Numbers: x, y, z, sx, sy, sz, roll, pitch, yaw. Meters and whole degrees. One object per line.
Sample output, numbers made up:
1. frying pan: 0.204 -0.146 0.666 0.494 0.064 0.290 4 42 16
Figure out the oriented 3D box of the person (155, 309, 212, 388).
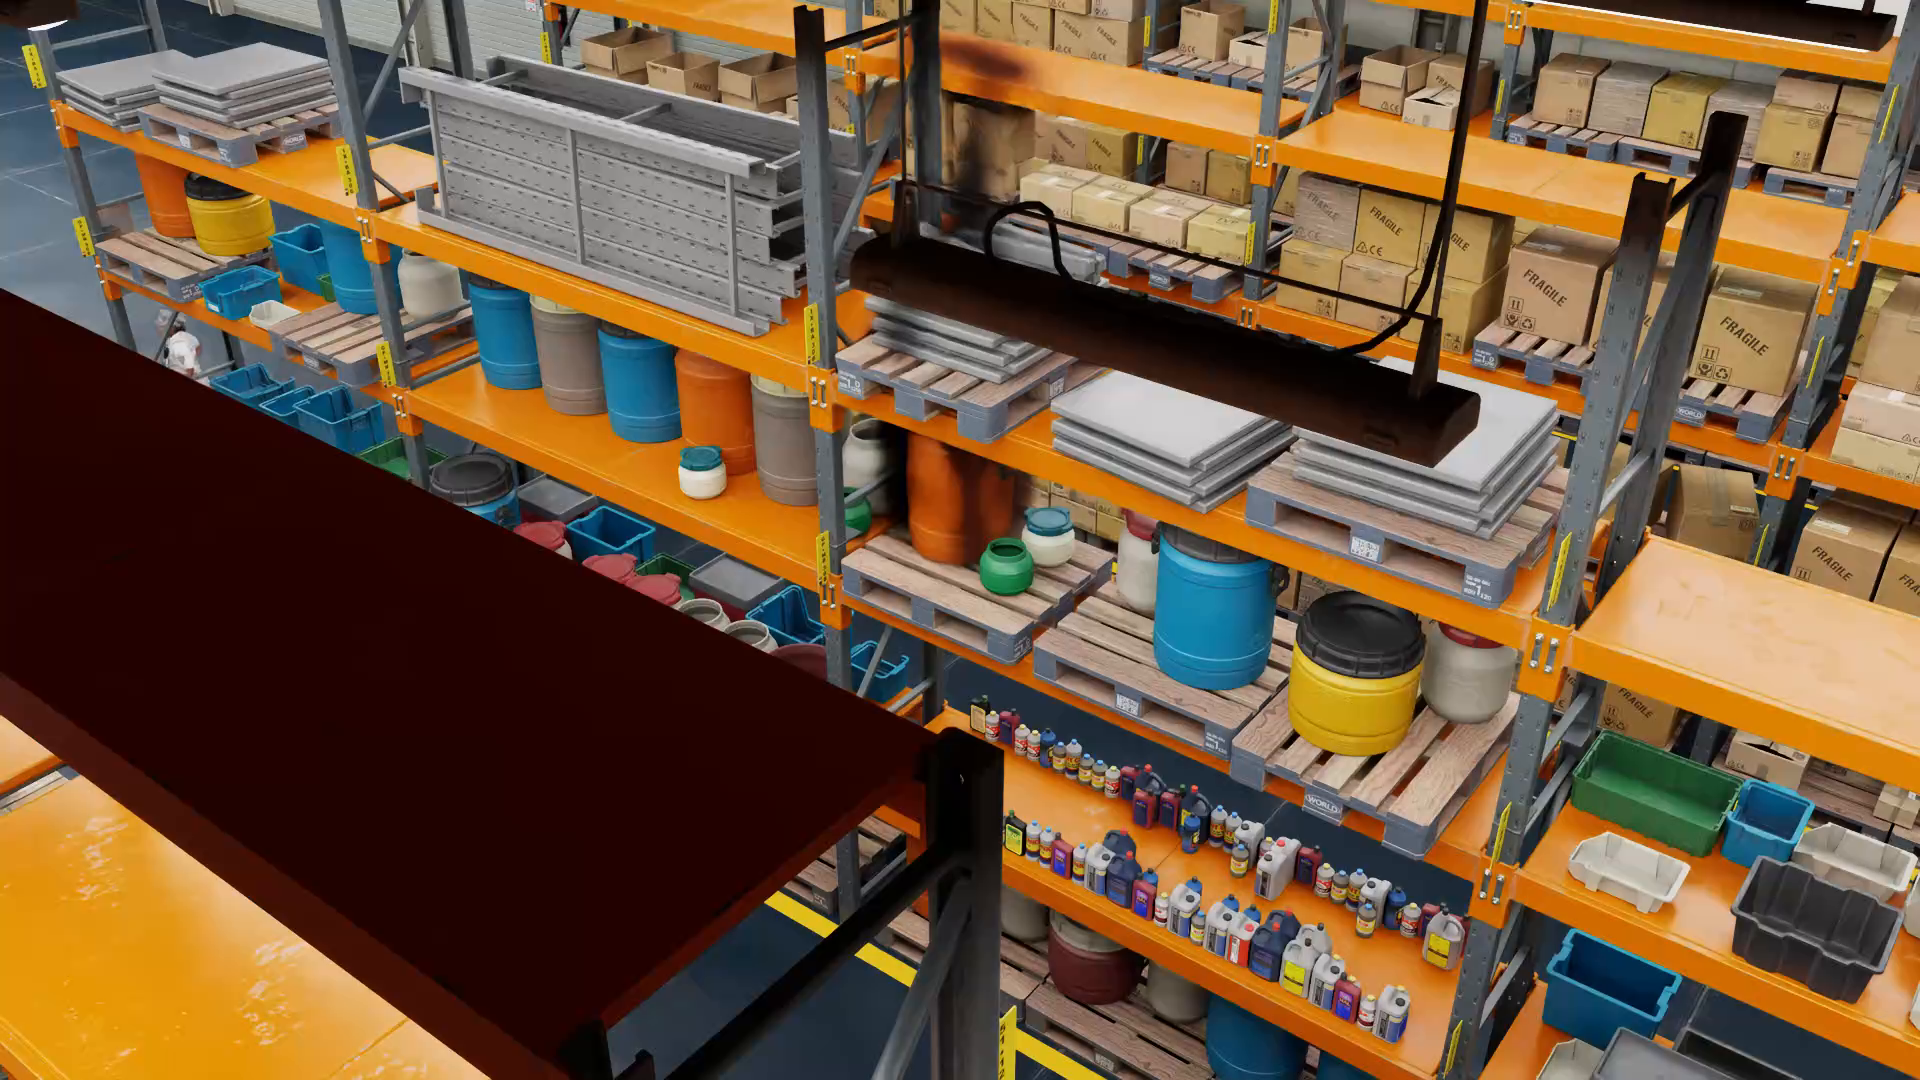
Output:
1. person: -7.419 -1.416 16.022 0.685 1.727 0.581 -20 37 -30
